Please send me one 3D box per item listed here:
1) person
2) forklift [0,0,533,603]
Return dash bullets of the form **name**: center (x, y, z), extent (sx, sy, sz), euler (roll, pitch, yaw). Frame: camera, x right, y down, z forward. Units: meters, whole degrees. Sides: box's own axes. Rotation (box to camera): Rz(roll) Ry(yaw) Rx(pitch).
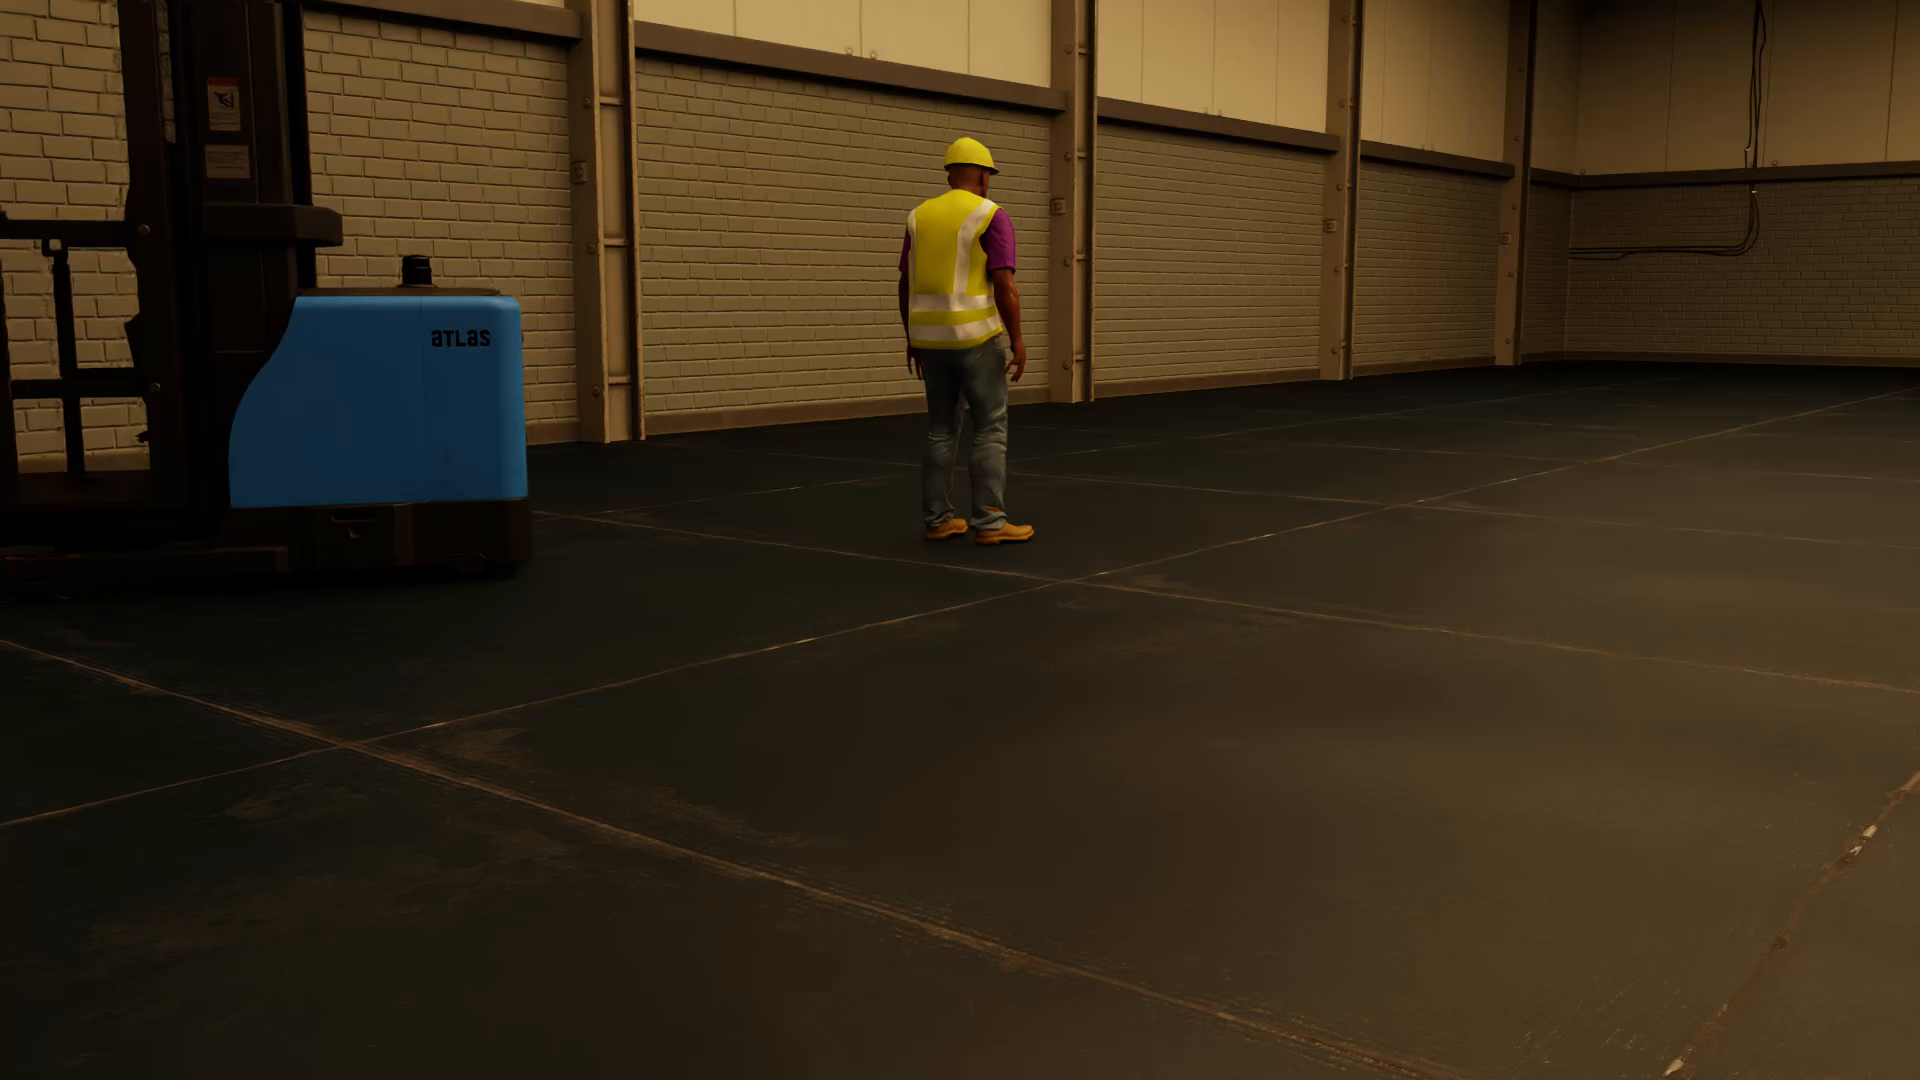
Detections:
- **person**: center (0.019, -0.874, 7.314), extent (0.626, 1.760, 0.460), euler (6, 10, 37)
- **forklift**: center (-3.229, -1.312, 6.251), extent (3.031, 2.935, 1.130), euler (-2, 9, -15)
